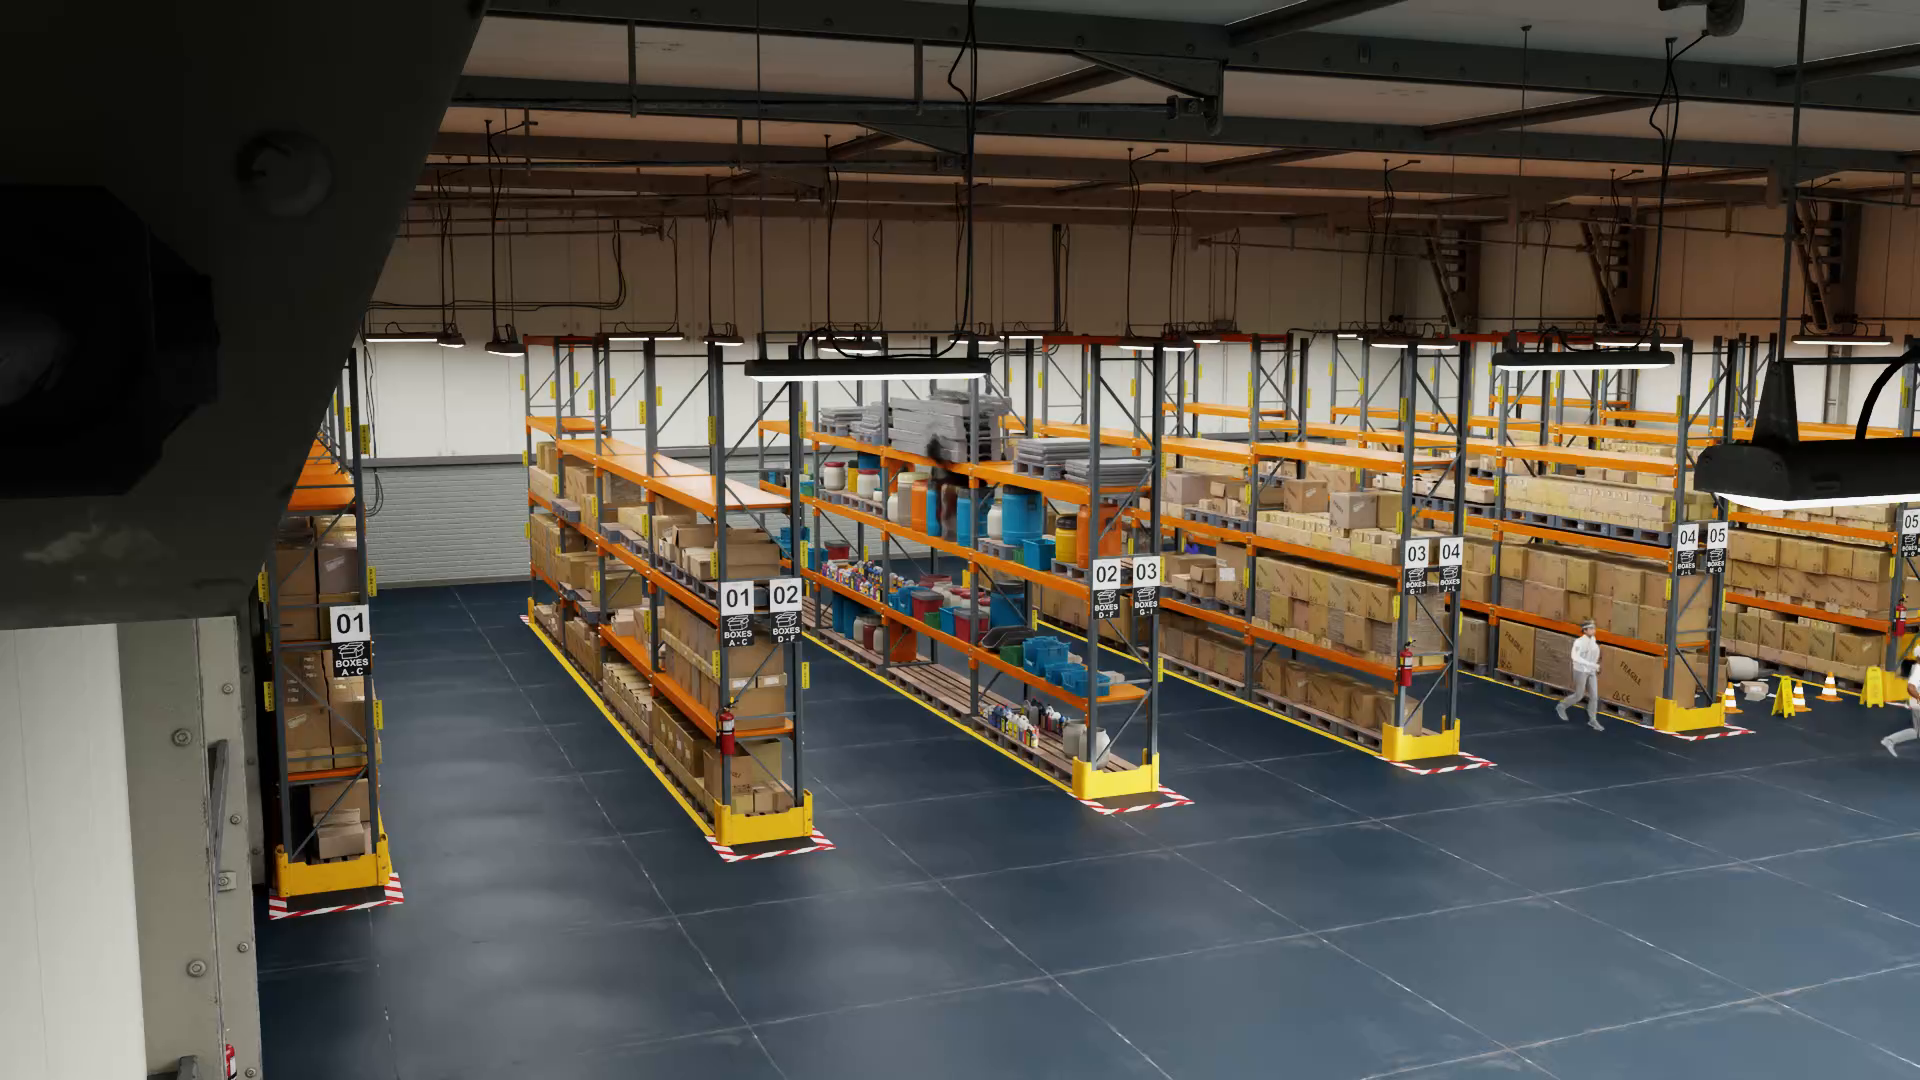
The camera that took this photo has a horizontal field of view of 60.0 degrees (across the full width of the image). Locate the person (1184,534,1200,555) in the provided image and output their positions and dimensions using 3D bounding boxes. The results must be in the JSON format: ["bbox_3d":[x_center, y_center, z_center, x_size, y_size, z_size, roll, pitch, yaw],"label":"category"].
[{"bbox_3d":[5.059,0.706,36.287,0.583,1.684,0.834,-2,8,-14],"label":"person"}]

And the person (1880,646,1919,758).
[{"bbox_3d":[13.553,2.351,23.456,0.920,1.746,0.713,3,8,23],"label":"person"}]

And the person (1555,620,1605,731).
[{"bbox_3d":[9.702,2.065,25.865,0.638,1.715,0.806,-5,9,-32],"label":"person"}]
